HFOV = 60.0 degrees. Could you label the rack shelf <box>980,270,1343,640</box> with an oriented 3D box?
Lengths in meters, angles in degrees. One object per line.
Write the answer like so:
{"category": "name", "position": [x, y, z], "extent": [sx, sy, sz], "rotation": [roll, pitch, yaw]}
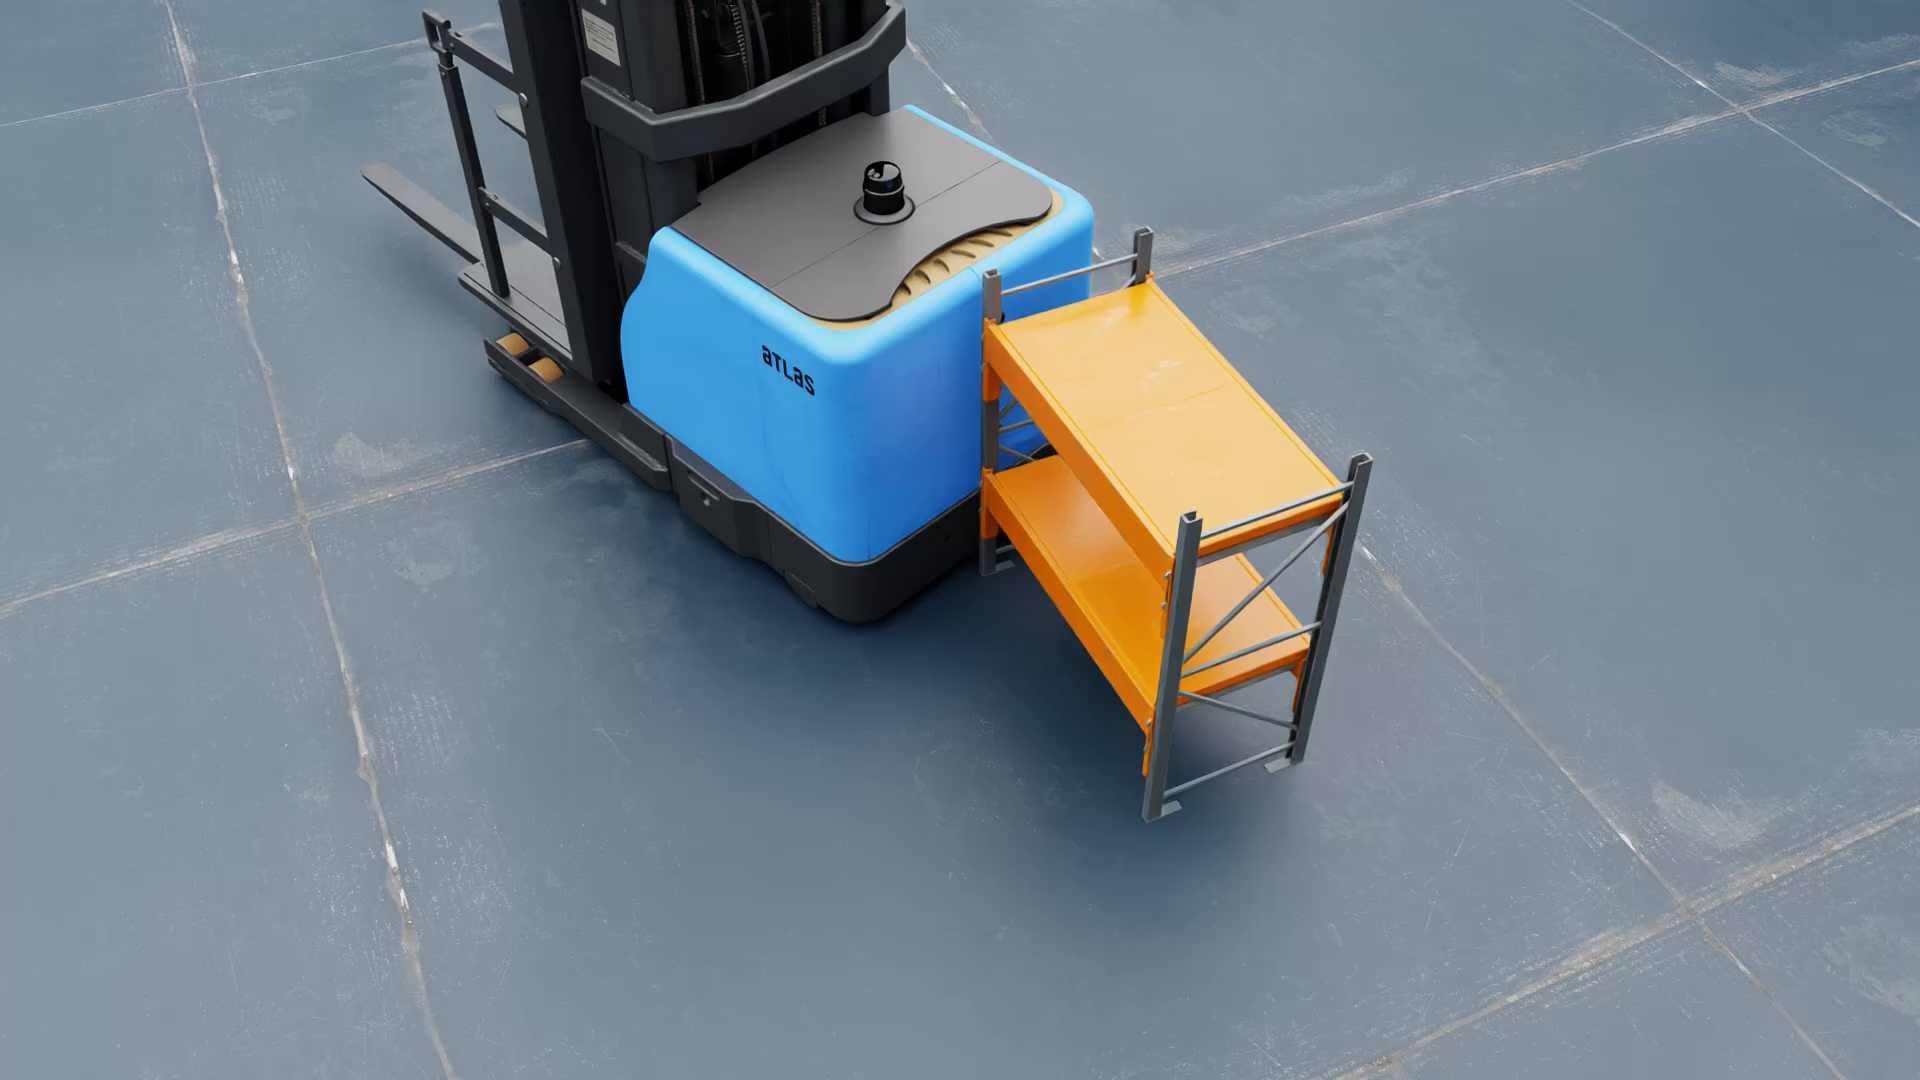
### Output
{"category": "rack shelf", "position": [0.507, -0.252, 4.288], "extent": [0.538, 0.278, 1.000], "rotation": [-18, 47, -18]}

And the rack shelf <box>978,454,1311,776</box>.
{"category": "rack shelf", "position": [0.507, 0.130, 4.666], "extent": [0.538, 0.278, 1.000], "rotation": [-18, 47, -18]}

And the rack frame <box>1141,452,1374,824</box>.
{"category": "rack frame", "position": [0.723, 0.279, 4.166], "extent": [0.500, 1.125, 0.032], "rotation": [-18, 47, -18]}

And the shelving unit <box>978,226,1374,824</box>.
{"category": "shelving unit", "position": [0.507, -0.044, 4.494], "extent": [0.538, 1.125, 1.048], "rotation": [-18, 47, -18]}

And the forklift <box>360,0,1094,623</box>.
{"category": "forklift", "position": [-1.000, -1.729, 4.915], "extent": [3.031, 2.935, 1.130], "rotation": [35, 54, 30]}

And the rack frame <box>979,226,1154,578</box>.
{"category": "rack frame", "position": [0.291, -0.367, 4.822], "extent": [0.500, 1.125, 0.032], "rotation": [-18, 47, -18]}
